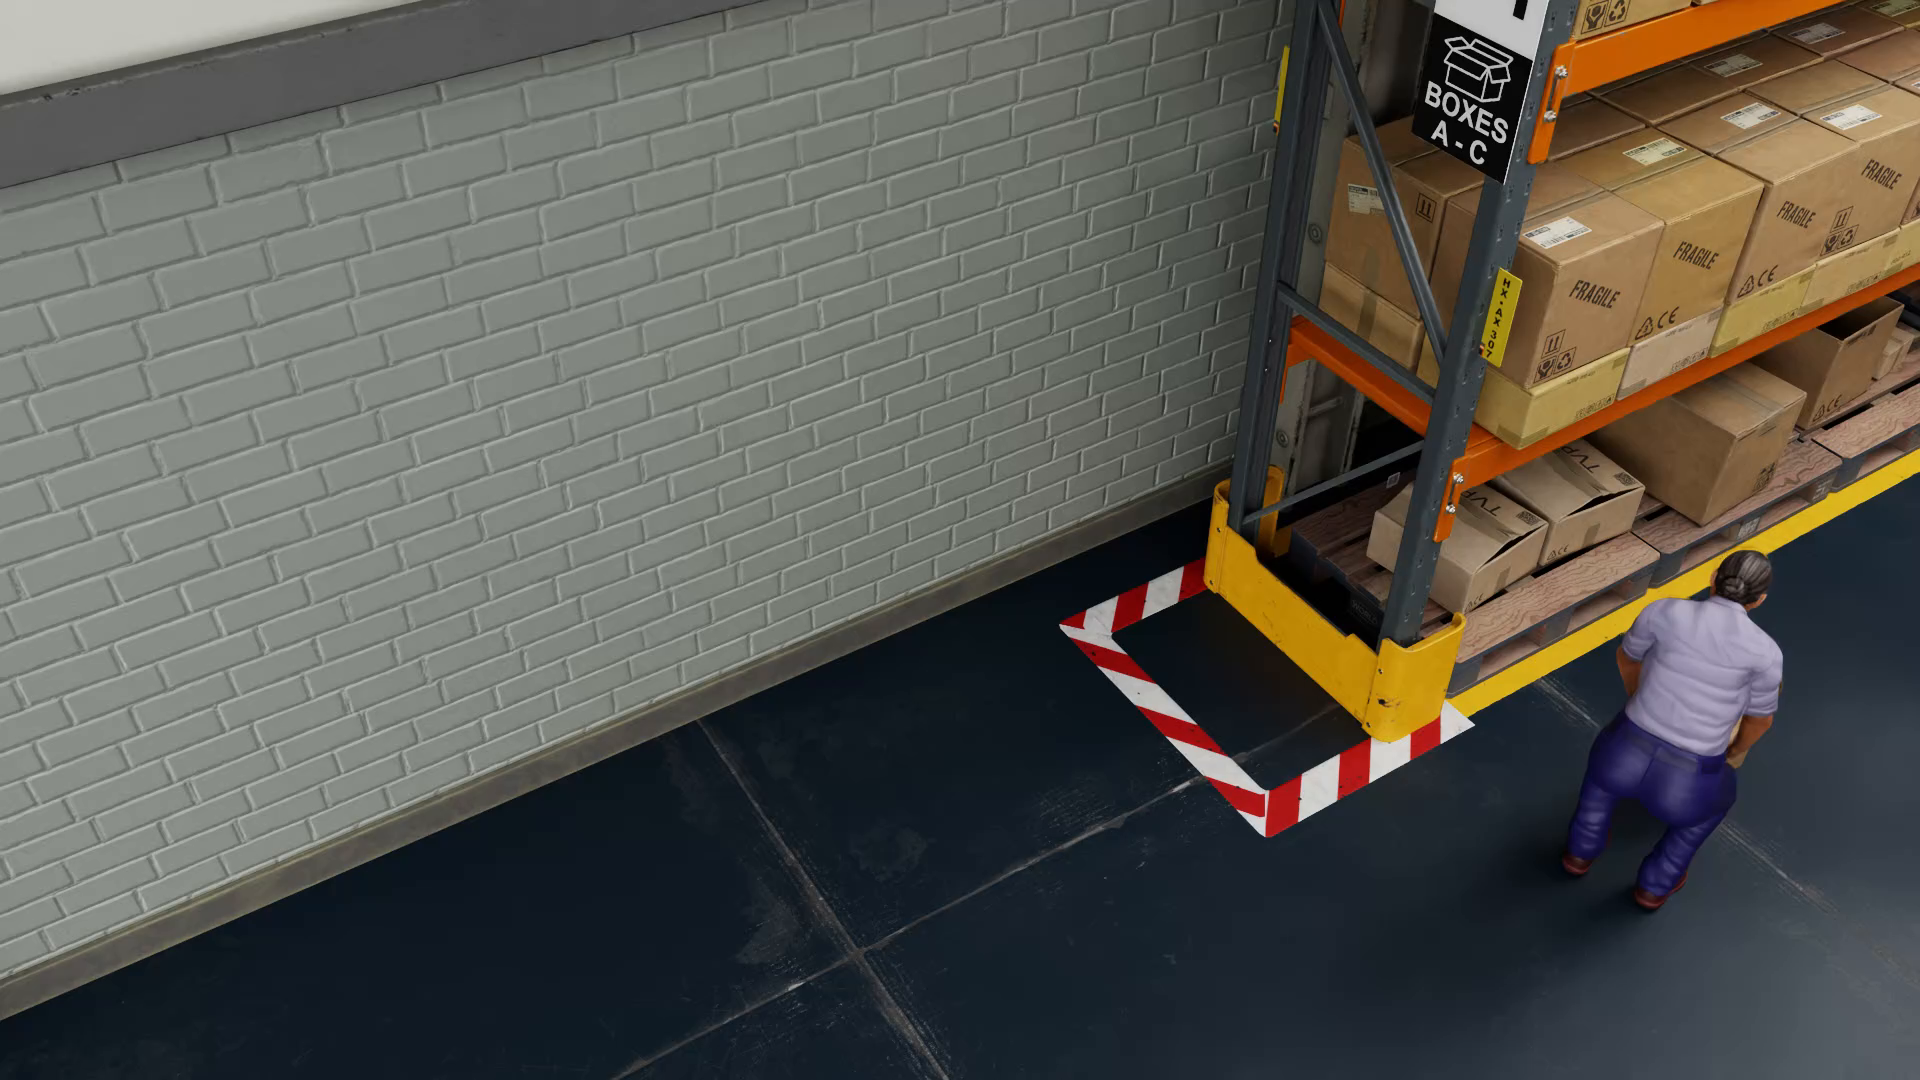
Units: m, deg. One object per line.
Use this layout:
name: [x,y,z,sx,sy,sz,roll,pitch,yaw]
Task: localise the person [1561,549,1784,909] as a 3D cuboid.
person: [2.400,0.671,5.660,0.535,1.314,0.687,30,49,30]
